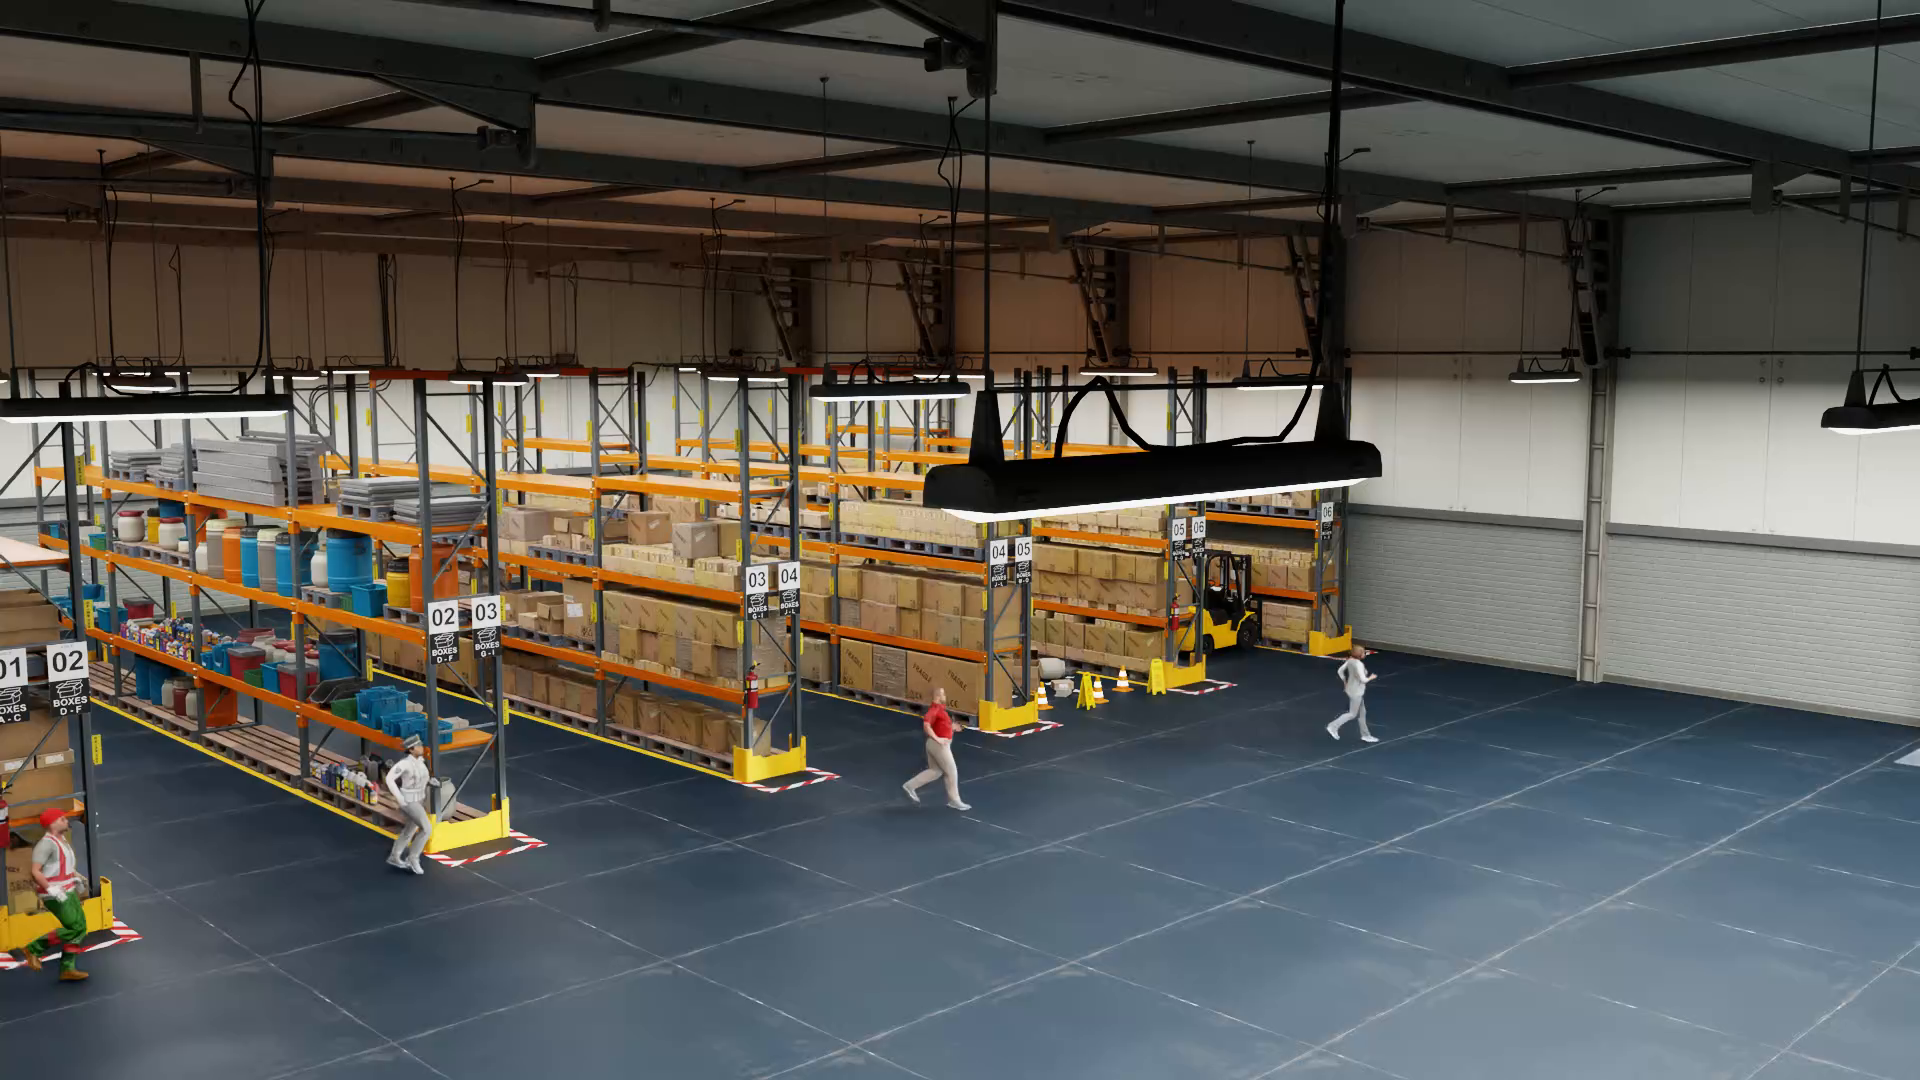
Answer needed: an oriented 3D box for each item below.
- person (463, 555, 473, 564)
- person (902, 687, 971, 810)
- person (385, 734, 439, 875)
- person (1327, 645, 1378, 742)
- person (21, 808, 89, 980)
[{"bbox_3d":[-11.357,1.141,38.643,0.545,1.750,0.722,-4,7,-30],"label":"person"},{"bbox_3d":[-0.325,2.890,23.018,0.956,1.736,0.664,-1,7,-9],"label":"person"},{"bbox_3d":[-6.678,3.217,20.274,0.658,1.743,0.639,0,6,4],"label":"person"},{"bbox_3d":[6.349,2.489,26.861,0.881,1.586,0.537,-1,6,-6],"label":"person"},{"bbox_3d":[-9.176,3.577,16.910,0.614,1.711,0.698,-2,7,-14],"label":"person"}]
